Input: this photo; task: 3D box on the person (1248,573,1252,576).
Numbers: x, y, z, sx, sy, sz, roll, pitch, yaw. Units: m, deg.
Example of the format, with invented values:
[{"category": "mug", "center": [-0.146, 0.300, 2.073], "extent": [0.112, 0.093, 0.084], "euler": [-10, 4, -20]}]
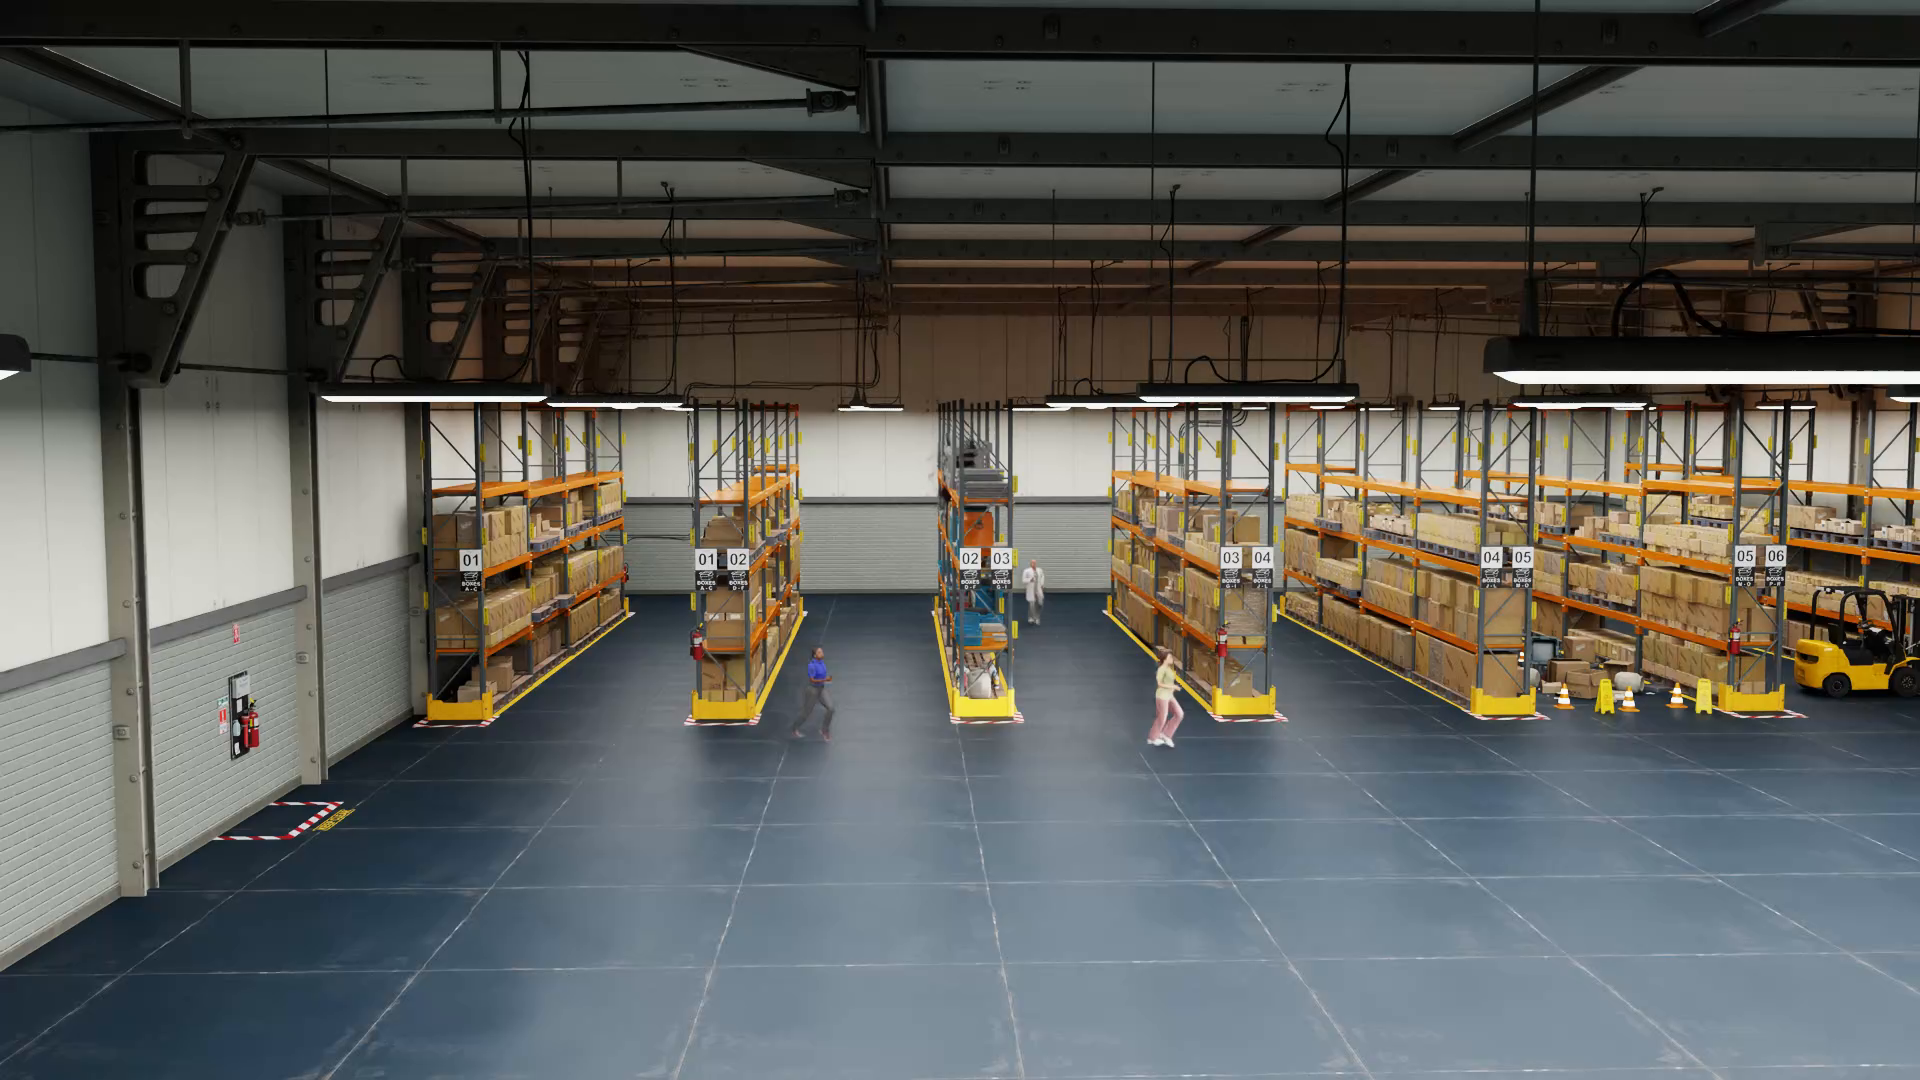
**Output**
[{"category": "person", "center": [8.051, 1.323, 47.765], "extent": [0.615, 1.571, 0.656], "euler": [3, 5, 34]}]

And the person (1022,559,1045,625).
[{"category": "person", "center": [2.022, 1.422, 45.117], "extent": [0.689, 1.812, 0.763], "euler": [-1, 4, -14]}]

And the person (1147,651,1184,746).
[{"category": "person", "center": [3.522, 2.732, 28.537], "extent": [0.658, 1.669, 0.568], "euler": [3, 5, 30]}]

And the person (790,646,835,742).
[{"category": "person", "center": [-2.530, 2.704, 29.106], "extent": [0.867, 1.681, 0.584], "euler": [2, 5, 30]}]
